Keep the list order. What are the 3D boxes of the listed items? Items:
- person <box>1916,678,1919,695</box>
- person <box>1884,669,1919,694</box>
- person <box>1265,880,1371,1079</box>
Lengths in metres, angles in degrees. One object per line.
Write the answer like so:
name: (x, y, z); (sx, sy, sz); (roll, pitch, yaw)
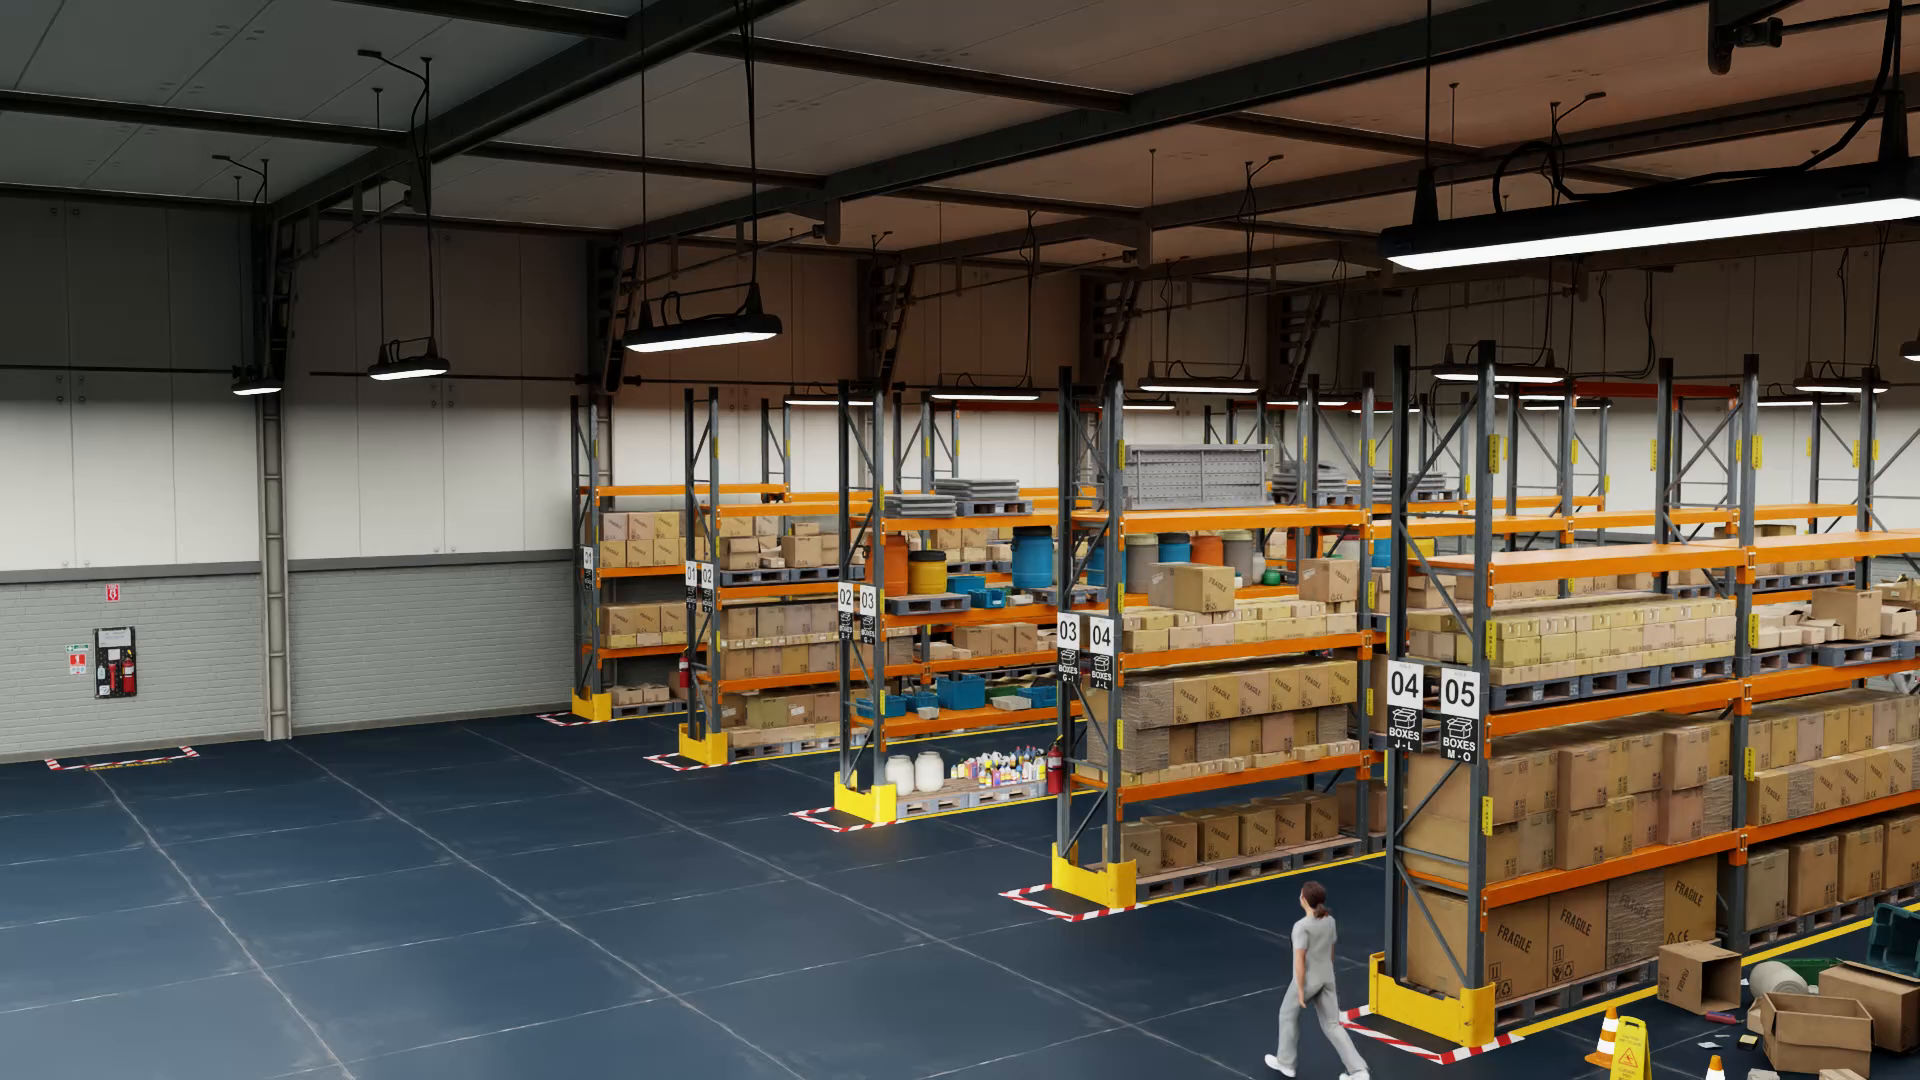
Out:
person: (14.930, 2.722, 25.676); (0.474, 1.785, 0.577); (0, 3, 2)
person: (17.366, 2.449, 30.575); (0.558, 1.764, 0.776); (-1, 4, -18)
person: (2.846, 3.541, 13.273); (0.444, 1.627, 1.002); (-2, 4, -32)
